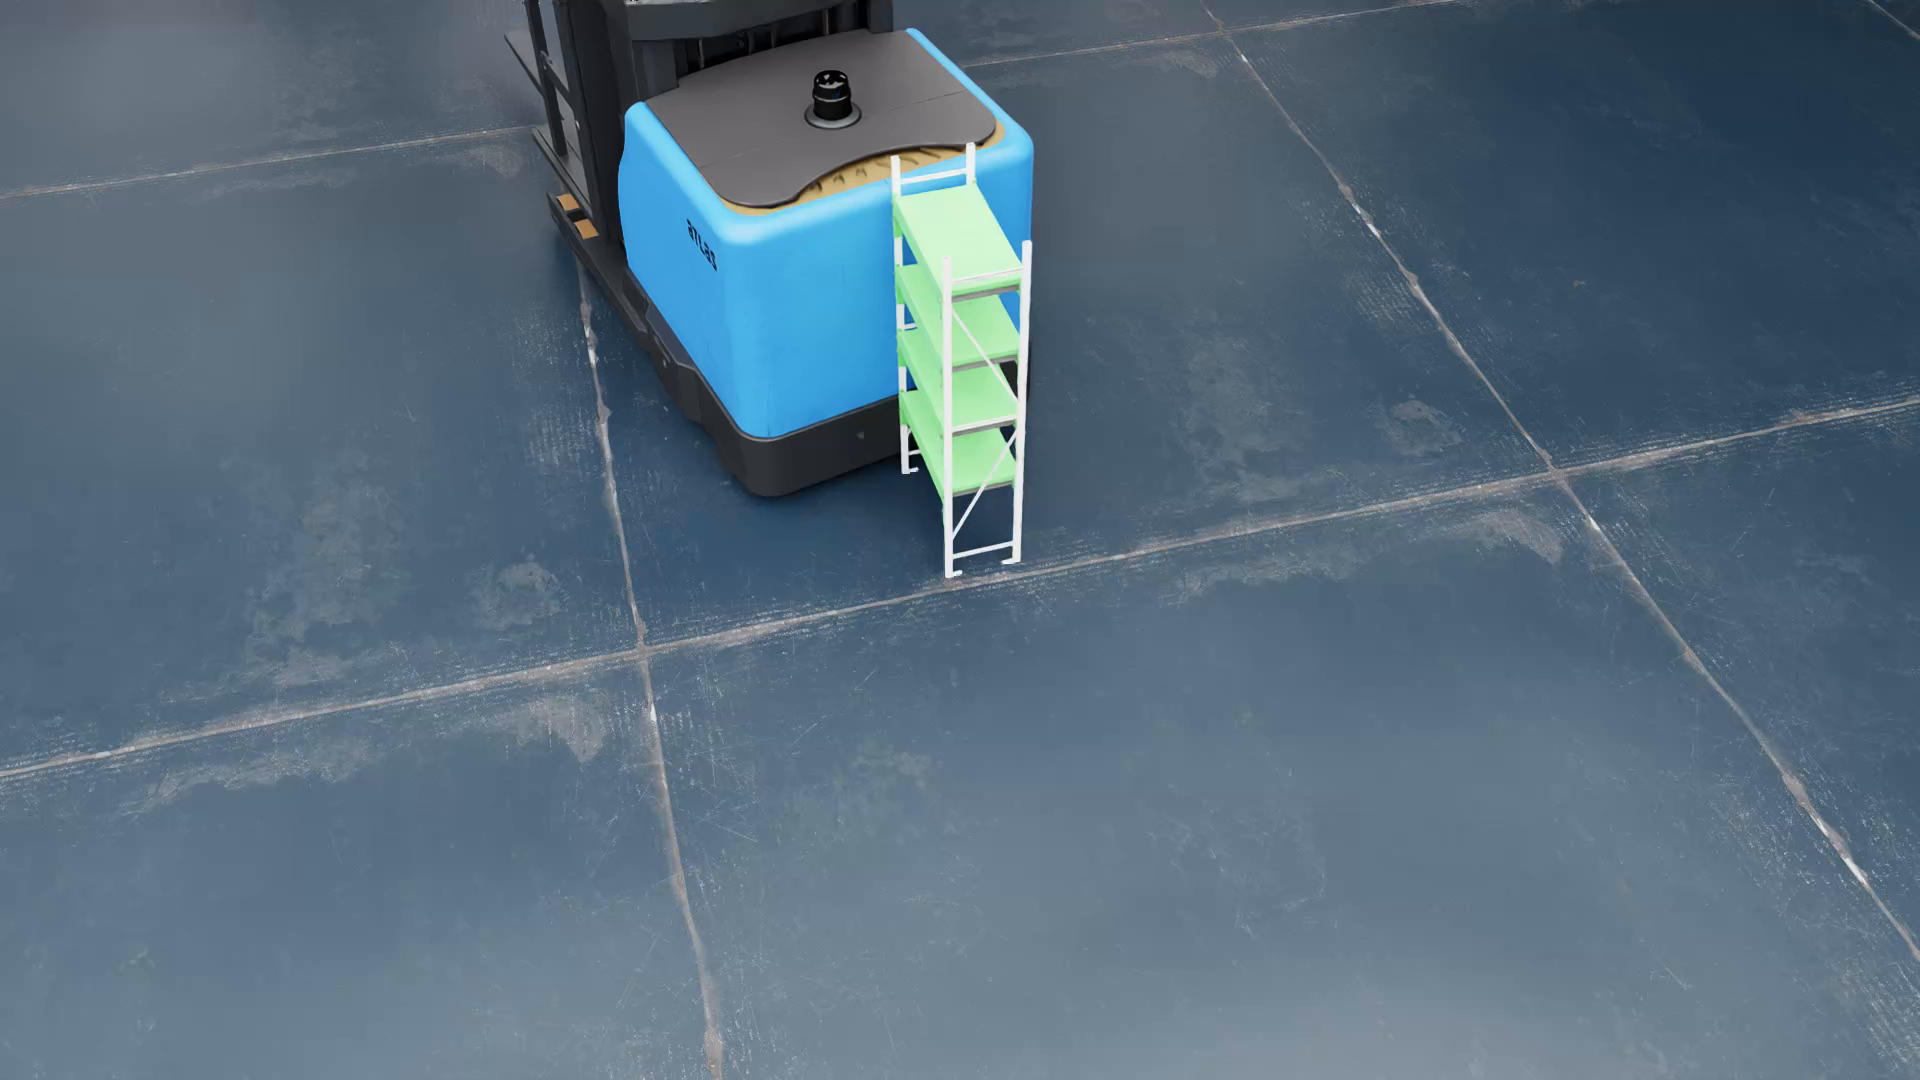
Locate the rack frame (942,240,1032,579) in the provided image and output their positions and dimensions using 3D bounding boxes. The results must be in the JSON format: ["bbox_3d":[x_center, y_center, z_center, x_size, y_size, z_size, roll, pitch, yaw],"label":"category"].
[{"bbox_3d":[0.070,-0.331,4.734,0.240,1.200,0.015,-13,47,-12],"label":"rack frame"}]

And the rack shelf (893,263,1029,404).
[{"bbox_3d":[-0.002,-0.621,4.772,0.258,0.148,0.480,-13,47,-12],"label":"rack shelf"}]

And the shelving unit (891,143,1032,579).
[{"bbox_3d":[-0.002,-0.497,4.897,0.258,1.200,0.503,-13,47,-12],"label":"shelving unit"}]

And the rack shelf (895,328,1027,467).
[{"bbox_3d":[-0.002,-0.453,4.943,0.258,0.148,0.480,-13,47,-12],"label":"rack shelf"}]

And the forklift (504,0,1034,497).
[{"bbox_3d":[-0.915,-2.213,5.366,1.130,2.935,3.031,-21,49,-20],"label":"forklift"}]

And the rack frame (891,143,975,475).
[{"bbox_3d":[-0.075,-0.664,5.061,0.240,1.200,0.015,-13,47,-12],"label":"rack frame"}]

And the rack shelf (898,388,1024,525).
[{"bbox_3d":[-0.002,-0.285,5.114,0.258,0.148,0.480,-13,47,-12],"label":"rack shelf"}]

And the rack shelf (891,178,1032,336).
[{"bbox_3d":[-0.002,-0.789,4.600,0.258,0.148,0.480,-13,47,-12],"label":"rack shelf"}]
